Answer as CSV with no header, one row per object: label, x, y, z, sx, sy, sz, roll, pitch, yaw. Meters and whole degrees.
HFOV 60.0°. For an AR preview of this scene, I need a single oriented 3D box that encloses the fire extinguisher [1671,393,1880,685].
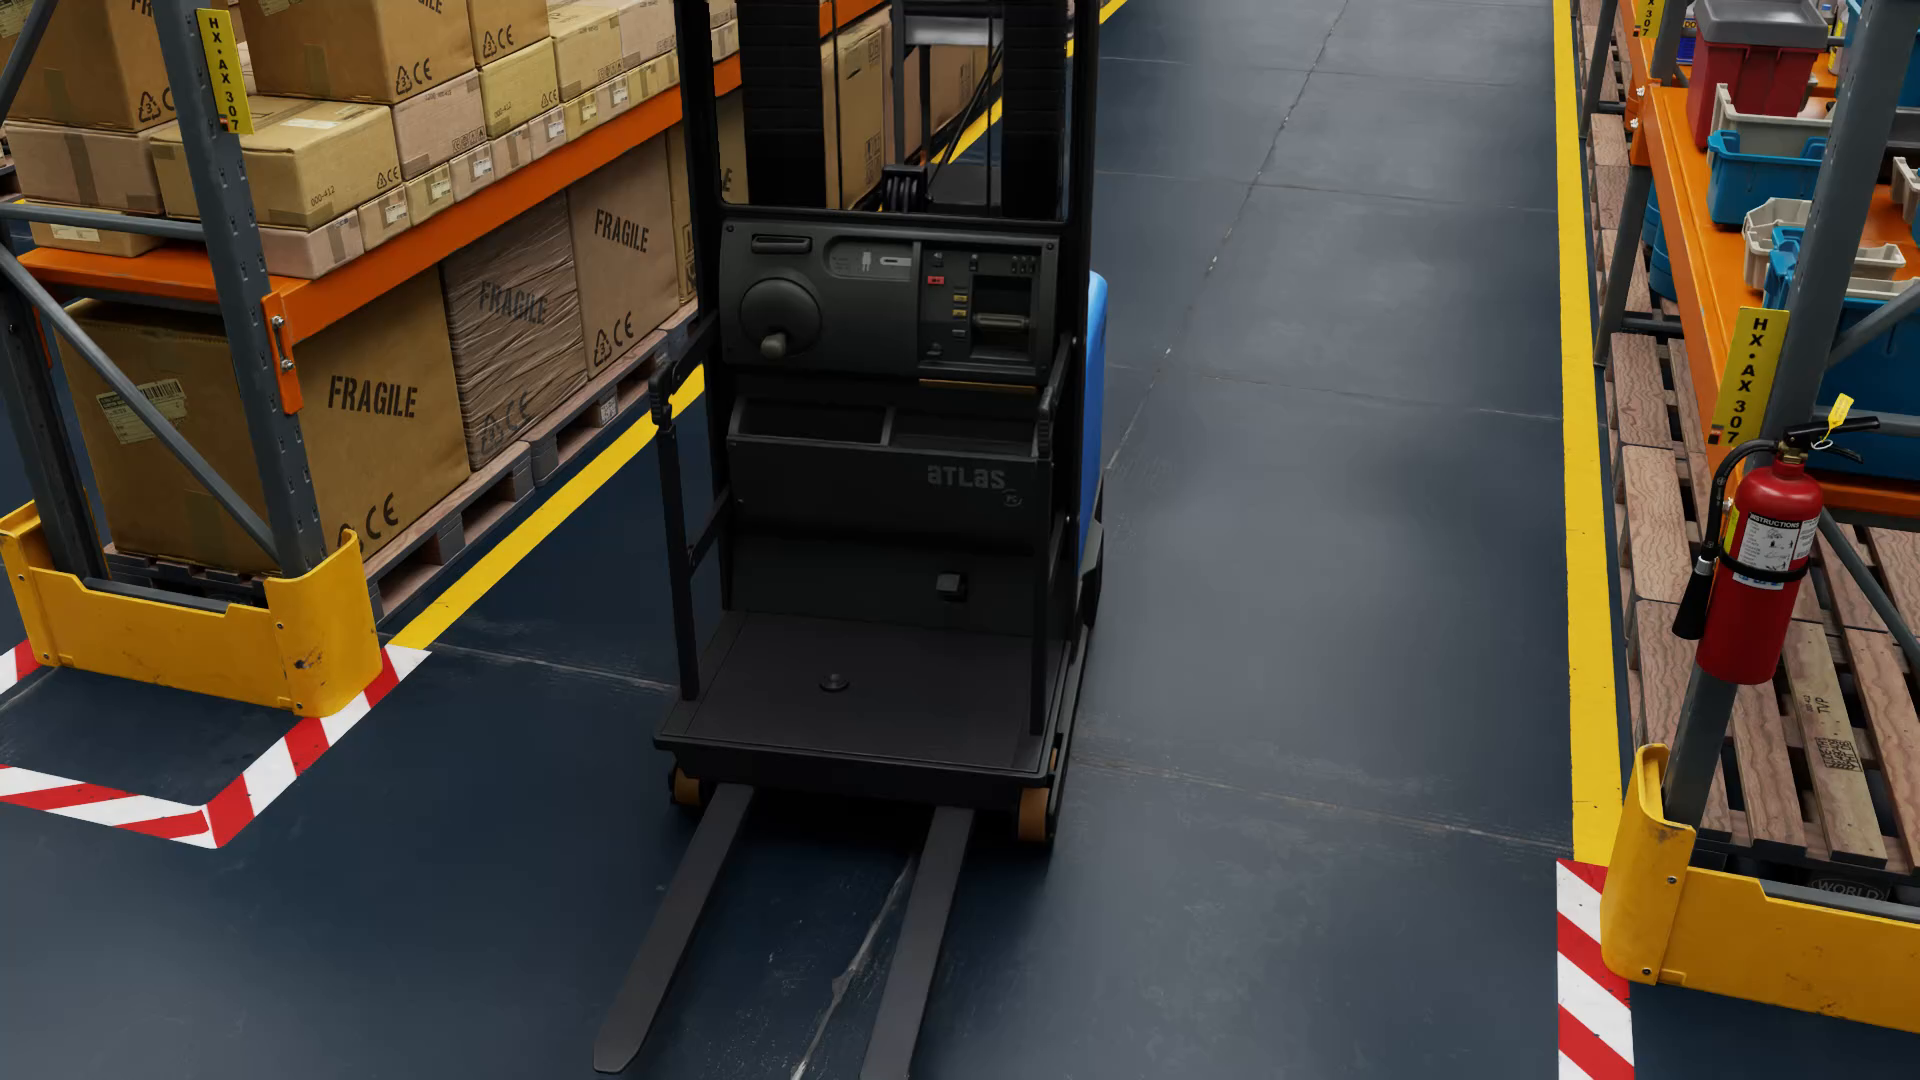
fire extinguisher,1.770,-0.006,3.639,0.296,0.674,0.183,8,30,15

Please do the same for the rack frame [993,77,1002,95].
rack frame,-0.138,-4.633,11.492,1.000,3.000,0.127,8,30,15

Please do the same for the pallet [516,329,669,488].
pallet,-1.966,-0.644,7.191,1.003,0.211,1.213,8,30,15

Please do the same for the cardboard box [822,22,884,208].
cardboard box,-1.143,-2.329,9.105,1.225,0.875,0.875,9,30,15

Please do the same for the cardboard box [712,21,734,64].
cardboard box,-1.239,-2.237,7.444,0.380,0.149,0.250,8,30,14

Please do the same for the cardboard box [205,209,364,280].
cardboard box,-2.067,-0.923,5.082,0.380,0.149,0.250,9,30,15

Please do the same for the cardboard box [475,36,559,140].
cardboard box,-1.790,-1.639,5.960,0.500,0.250,0.500,7,30,13

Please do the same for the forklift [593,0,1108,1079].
forklift,-0.232,-0.611,4.333,1.130,2.935,3.031,5,29,8

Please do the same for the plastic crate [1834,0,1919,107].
plastic crate,3.612,-1.821,6.392,0.392,0.384,0.575,8,30,15

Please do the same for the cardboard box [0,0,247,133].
cardboard box,-2.595,-1.571,5.066,0.500,0.500,0.500,9,30,15

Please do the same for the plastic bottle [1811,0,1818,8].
plastic bottle,4.049,-2.626,8.012,0.152,0.276,0.135,8,30,15

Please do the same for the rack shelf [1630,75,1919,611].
rack shelf,2.836,-0.823,5.384,1.077,0.370,4.000,8,30,15

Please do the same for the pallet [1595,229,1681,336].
pallet,3.689,-1.201,8.192,1.003,0.211,1.213,8,30,15

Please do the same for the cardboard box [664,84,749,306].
cardboard box,-1.582,-1.734,8.034,0.875,0.875,0.875,8,30,15

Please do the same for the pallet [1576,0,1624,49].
pallet,5.577,-4.196,13.575,1.003,0.211,1.213,8,30,15

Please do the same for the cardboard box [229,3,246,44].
cardboard box,-5.259,-3.417,11.446,0.500,0.500,0.500,9,30,16

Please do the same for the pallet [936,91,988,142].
pallet,-0.442,-3.059,11.531,1.003,0.211,1.213,8,30,15

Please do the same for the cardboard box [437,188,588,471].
cardboard box,-2.108,-0.902,6.539,0.875,0.875,0.875,8,30,15

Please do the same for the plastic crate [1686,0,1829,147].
plastic crate,2.921,-1.742,6.169,0.402,0.464,0.583,8,30,15

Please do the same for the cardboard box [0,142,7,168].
cardboard box,-5.813,-2.235,9.683,0.380,0.149,0.250,9,30,16

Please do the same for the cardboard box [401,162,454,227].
cardboard box,-1.918,-1.162,5.511,0.380,0.149,0.250,8,30,14

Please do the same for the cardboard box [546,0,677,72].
cardboard box,-1.490,-2.118,6.819,0.500,0.250,0.500,9,30,16

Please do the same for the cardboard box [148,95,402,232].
cardboard box,-2.087,-1.164,5.105,0.500,0.250,0.500,8,30,14

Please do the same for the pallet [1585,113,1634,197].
pallet,4.405,-2.335,10.230,1.003,0.211,1.213,8,30,15

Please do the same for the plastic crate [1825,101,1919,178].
plastic crate,3.351,-1.415,5.929,0.437,0.125,0.590,8,30,15

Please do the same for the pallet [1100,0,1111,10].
pallet,0.809,-4.911,14.861,1.003,0.211,1.213,8,30,15

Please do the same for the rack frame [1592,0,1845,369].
rack frame,3.423,-2.067,6.880,1.000,3.000,0.127,8,30,15

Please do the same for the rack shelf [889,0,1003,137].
rack shelf,0.017,-1.705,5.743,0.431,0.518,0.480,5,29,8

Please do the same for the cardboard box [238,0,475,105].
cardboard box,-1.941,-1.724,5.341,0.500,0.500,0.500,8,30,14

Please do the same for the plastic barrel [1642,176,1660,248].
plastic barrel,3.806,-1.913,8.330,0.600,0.901,0.708,8,30,15

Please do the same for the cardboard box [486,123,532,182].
cardboard box,-1.767,-1.401,5.941,0.380,0.149,0.250,8,30,14

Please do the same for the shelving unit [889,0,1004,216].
shelving unit,0.017,-1.105,6.076,0.431,2.100,0.503,5,29,8

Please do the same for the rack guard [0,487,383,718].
rack guard,-2.493,0.189,5.397,1.175,0.500,0.348,8,30,15

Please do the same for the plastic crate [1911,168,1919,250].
plastic crate,3.110,-0.980,5.037,0.416,0.233,0.300,8,30,15

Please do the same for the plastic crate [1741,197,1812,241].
plastic crate,2.541,-0.930,5.045,0.298,0.136,0.250,8,30,15

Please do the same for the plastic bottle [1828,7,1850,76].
plastic bottle,3.848,-2.182,7.137,0.144,0.351,0.185,8,30,15

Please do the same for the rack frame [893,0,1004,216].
rack frame,-0.023,-0.988,5.866,0.400,2.100,0.015,5,29,8

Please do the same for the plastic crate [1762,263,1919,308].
plastic crate,2.414,-0.657,4.554,0.396,0.136,0.243,8,30,15

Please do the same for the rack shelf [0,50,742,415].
rack shelf,-1.899,-1.530,6.655,1.077,0.370,4.000,8,30,15

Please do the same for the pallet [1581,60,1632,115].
pallet,4.861,-3.062,11.537,1.003,0.211,1.213,8,30,15

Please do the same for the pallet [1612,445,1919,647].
pallet,2.888,0.068,5.912,1.003,0.211,1.213,8,30,15

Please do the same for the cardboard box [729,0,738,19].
cardboard box,-1.191,-2.596,7.679,0.500,0.250,0.500,8,30,14

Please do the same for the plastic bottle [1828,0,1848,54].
plastic bottle,4.030,-2.344,7.505,0.152,0.276,0.135,8,30,15

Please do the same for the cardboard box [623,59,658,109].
cardboard box,-1.465,-1.878,6.799,0.380,0.149,0.250,8,30,14

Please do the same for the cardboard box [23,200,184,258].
cardboard box,-2.697,-1.018,5.252,0.380,0.149,0.250,9,30,16

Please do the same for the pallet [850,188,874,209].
pallet,-1.158,-1.925,9.493,1.003,0.211,1.213,8,30,15

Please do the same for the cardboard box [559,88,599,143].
cardboard box,-1.616,-1.638,6.368,0.380,0.149,0.250,8,30,14

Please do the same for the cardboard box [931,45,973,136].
cardboard box,-0.630,-3.157,10.593,1.225,0.875,0.875,9,30,15

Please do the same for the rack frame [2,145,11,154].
rack frame,-6.024,-3.529,9.507,1.000,3.000,0.127,8,30,15

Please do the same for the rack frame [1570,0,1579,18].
rack frame,5.771,-5.785,13.563,1.000,3.000,0.127,8,30,15

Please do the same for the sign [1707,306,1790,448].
sign,1.718,-0.351,3.627,0.100,0.325,0.005,8,30,15

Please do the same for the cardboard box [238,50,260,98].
cardboard box,-2.448,-1.478,5.670,0.500,0.250,0.500,8,30,14
